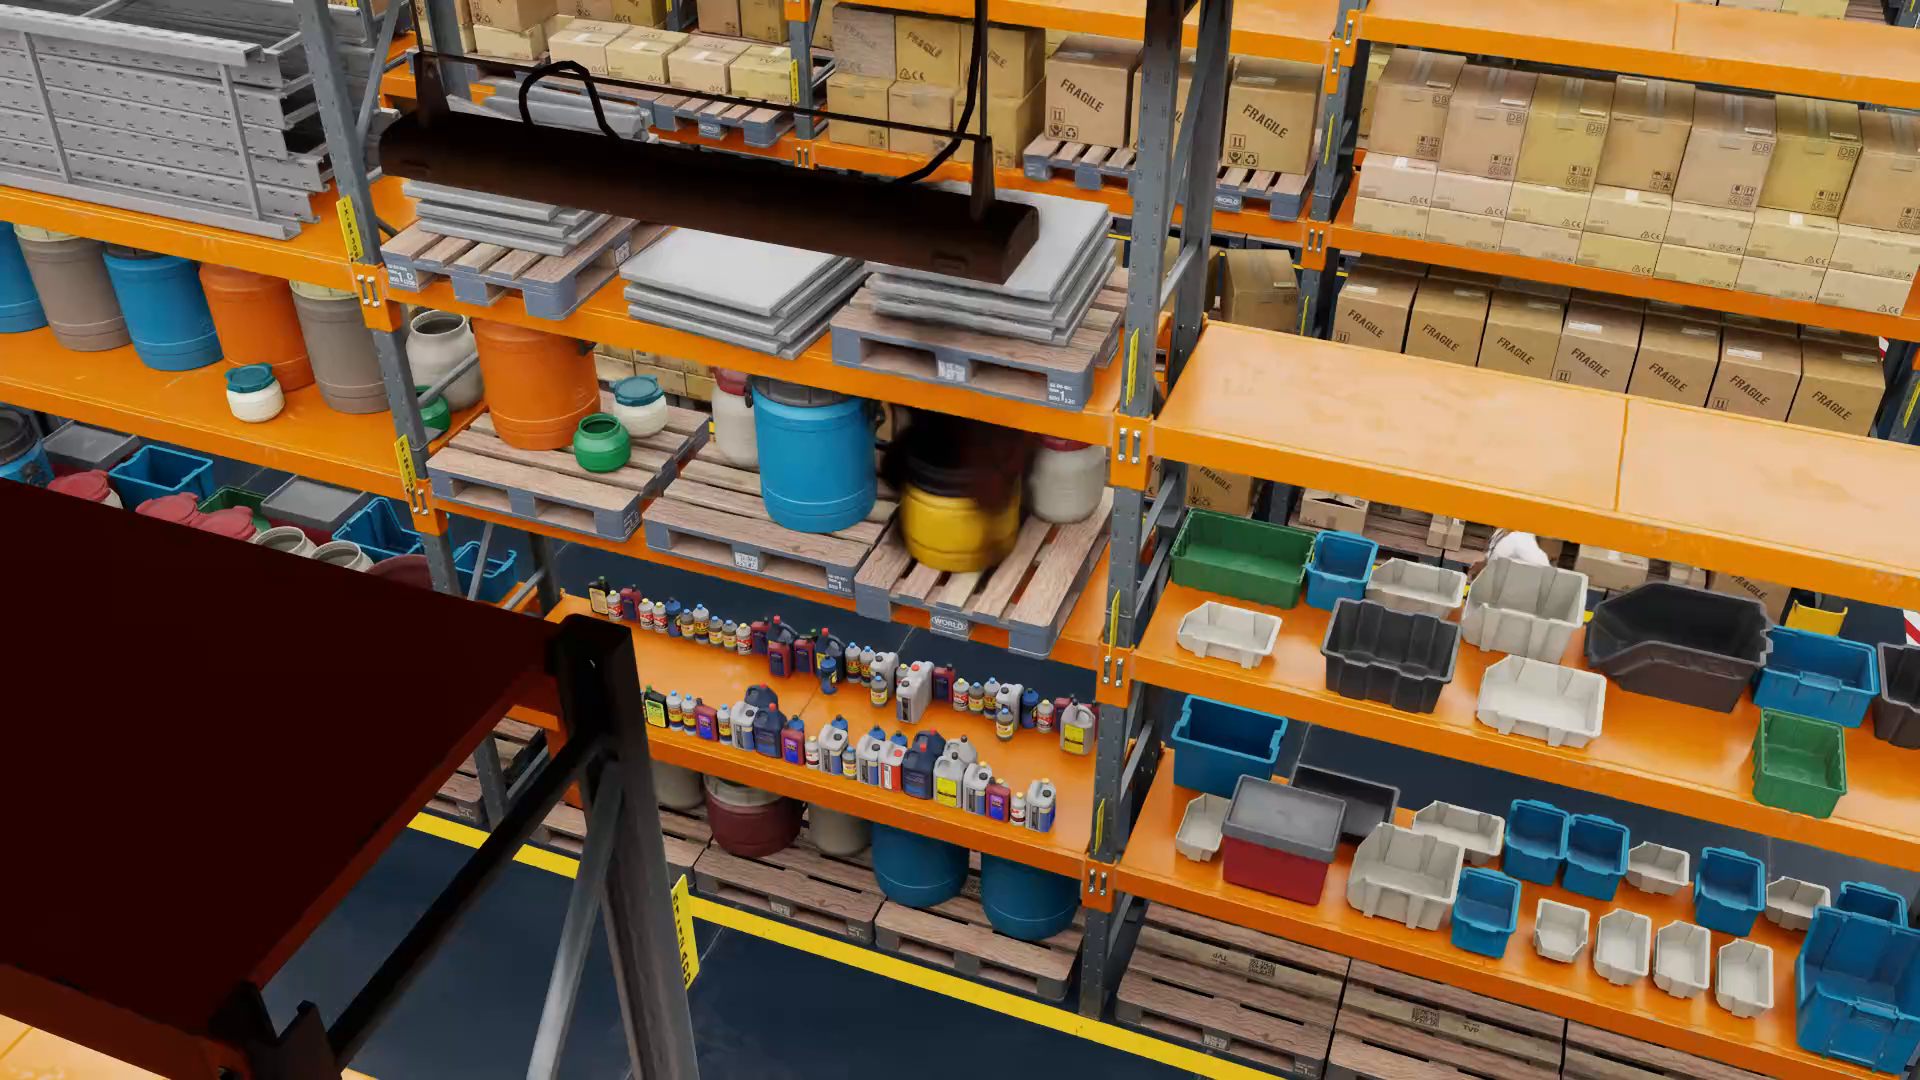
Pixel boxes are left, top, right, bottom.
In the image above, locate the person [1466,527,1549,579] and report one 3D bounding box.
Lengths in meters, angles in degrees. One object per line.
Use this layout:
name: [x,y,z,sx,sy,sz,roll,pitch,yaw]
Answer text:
person: [3.687,0.467,11.141,0.923,1.671,0.749,7,37,9]
